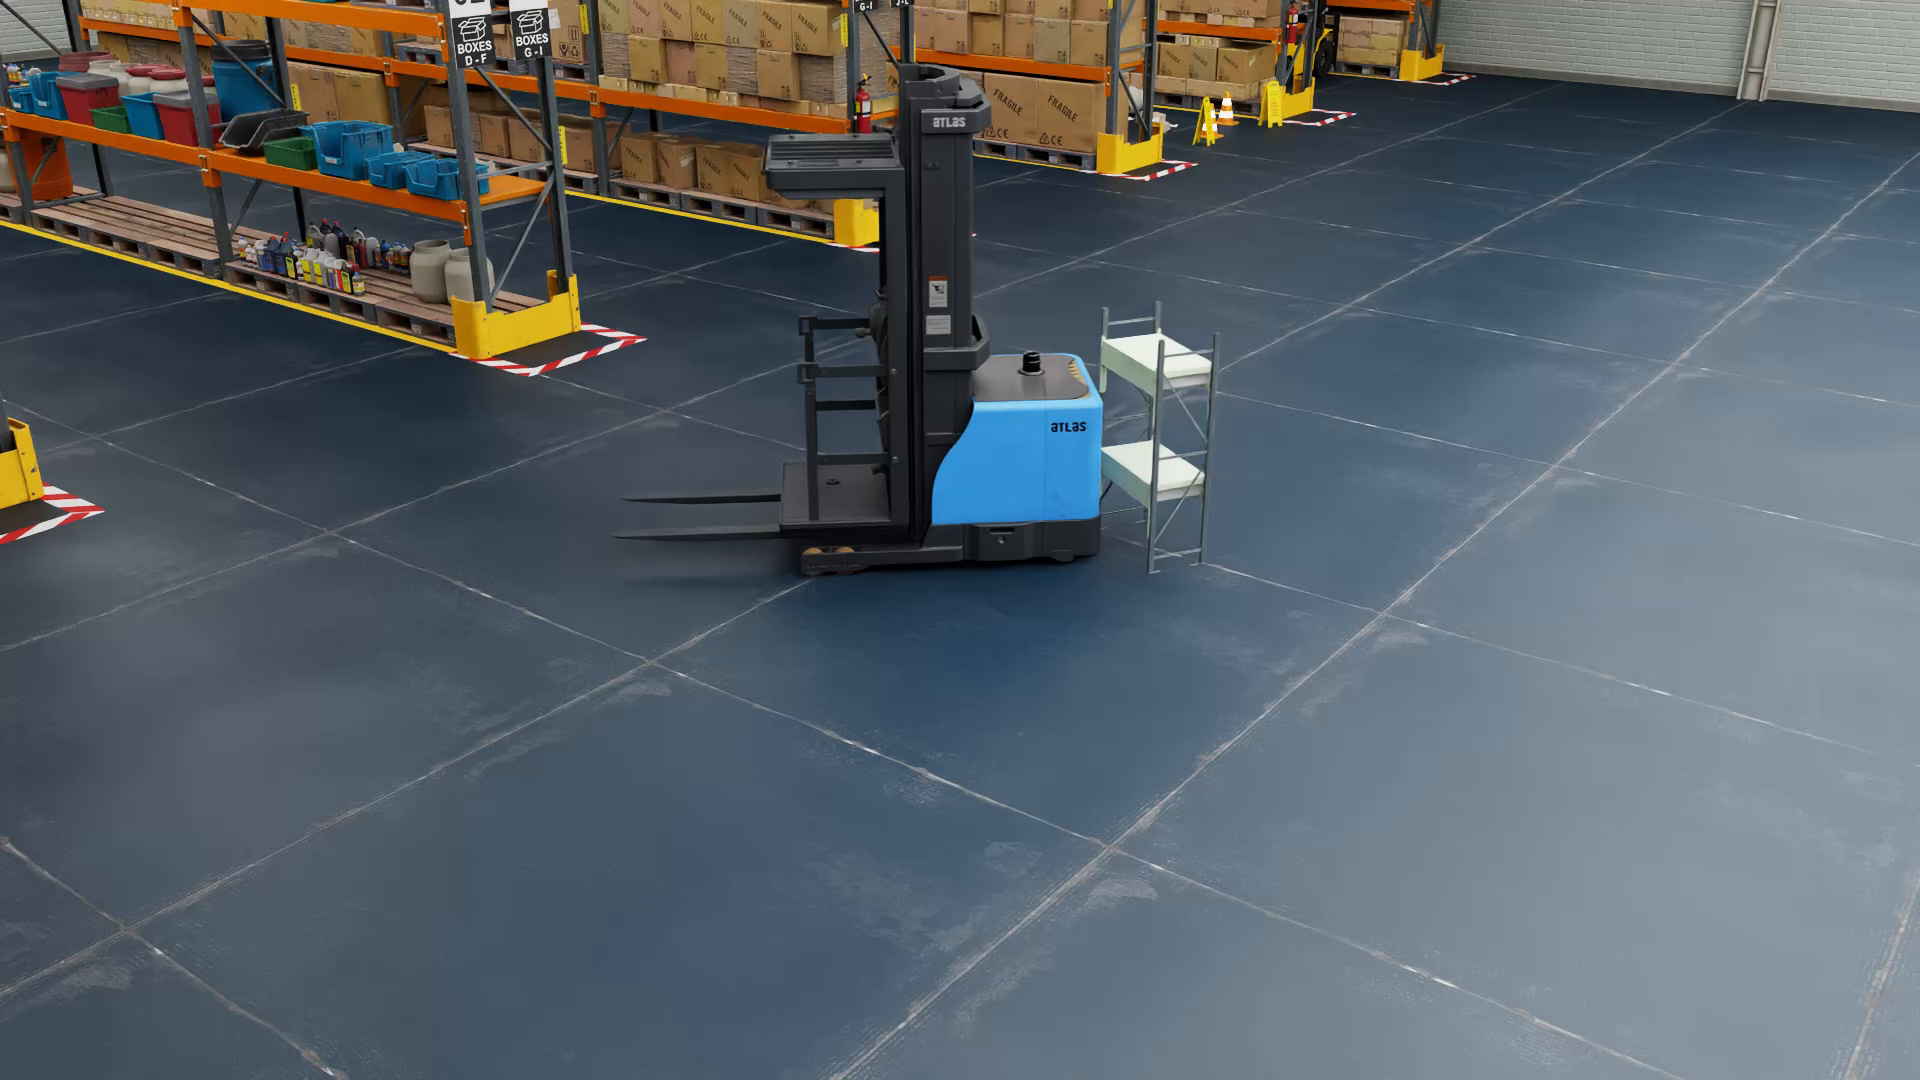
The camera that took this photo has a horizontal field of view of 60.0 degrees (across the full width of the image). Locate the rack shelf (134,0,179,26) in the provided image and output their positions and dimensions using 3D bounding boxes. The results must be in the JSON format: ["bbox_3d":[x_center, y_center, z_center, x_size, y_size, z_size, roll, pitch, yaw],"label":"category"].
[{"bbox_3d":[-8.611,-5.631,16.982,4.000,0.370,1.077,17,29,33],"label":"rack shelf"}]

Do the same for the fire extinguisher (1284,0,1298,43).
[{"bbox_3d":[4.919,-7.720,24.648,0.183,0.674,0.296,17,29,33],"label":"fire extinguisher"}]

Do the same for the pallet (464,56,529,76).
[{"bbox_3d":[-5.632,-6.116,21.149,1.213,0.211,1.003,17,29,33],"label":"pallet"}]

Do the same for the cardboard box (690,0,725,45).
[{"bbox_3d":[-2.625,-5.792,18.442,0.500,0.500,0.500,17,29,33],"label":"cardboard box"}]

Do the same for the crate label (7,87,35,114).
[{"bbox_3d":[-10.099,-4.772,18.068,0.416,0.233,0.303,17,29,33],"label":"crate label"}]

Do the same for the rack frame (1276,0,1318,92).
[{"bbox_3d":[5.104,-7.932,25.033,0.127,3.000,1.000,17,29,33],"label":"rack frame"}]

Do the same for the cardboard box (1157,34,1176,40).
[{"bbox_3d":[3.355,-7.875,26.861,0.500,0.500,0.500,19,30,36],"label":"cardboard box"}]

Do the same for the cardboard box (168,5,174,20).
[{"bbox_3d":[-11.368,-7.851,24.665,0.500,0.250,0.500,18,29,35],"label":"cardboard box"}]

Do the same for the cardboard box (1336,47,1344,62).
[{"bbox_3d":[6.725,-8.727,29.727,0.500,0.250,0.500,17,29,34],"label":"cardboard box"}]

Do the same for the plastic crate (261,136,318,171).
[{"bbox_3d":[-6.094,-3.588,15.436,0.662,0.188,0.450,17,29,33],"label":"plastic crate"}]

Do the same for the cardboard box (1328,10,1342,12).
[{"bbox_3d":[6.605,-9.473,30.180,0.500,0.250,0.500,16,28,32],"label":"cardboard box"}]

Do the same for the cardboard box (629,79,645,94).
[{"bbox_3d":[-3.640,-5.322,19.420,0.250,0.149,0.380,17,29,33],"label":"cardboard box"}]

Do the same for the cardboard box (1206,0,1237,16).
[{"bbox_3d":[4.107,-8.279,25.327,0.500,0.500,0.500,17,29,33],"label":"cardboard box"}]

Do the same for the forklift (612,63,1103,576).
[{"bbox_3d":[-0.666,-1.343,10.164,3.031,2.935,1.130,-2,24,-4],"label":"forklift"}]

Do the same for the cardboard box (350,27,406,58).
[{"bbox_3d":[-7.785,-6.755,22.236,0.500,0.500,0.500,18,29,35],"label":"cardboard box"}]

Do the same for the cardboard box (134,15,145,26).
[{"bbox_3d":[-12.325,-7.925,25.328,0.250,0.149,0.380,16,28,32],"label":"cardboard box"}]

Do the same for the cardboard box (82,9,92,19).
[{"bbox_3d":[-13.556,-8.297,26.172,0.250,0.149,0.380,17,29,34],"label":"cardboard box"}]

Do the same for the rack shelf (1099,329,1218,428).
[{"bbox_3d":[1.206,-0.999,10.190,0.431,0.370,0.720,-9,25,-20],"label":"rack shelf"}]

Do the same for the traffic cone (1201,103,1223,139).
[{"bbox_3d":[3.593,-6.019,23.836,0.334,0.463,0.336,17,29,33],"label":"traffic cone"}]

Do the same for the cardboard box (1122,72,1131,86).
[{"bbox_3d":[2.647,-7.478,26.892,0.500,0.250,0.500,19,30,36],"label":"cardboard box"}]

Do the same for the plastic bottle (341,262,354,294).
[{"bbox_3d":[-5.647,-2.420,15.346,0.133,0.283,0.061,18,29,35],"label":"plastic bottle"}]

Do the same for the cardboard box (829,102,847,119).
[{"bbox_3d":[-1.191,-4.622,17.832,0.250,0.149,0.380,17,29,33],"label":"cardboard box"}]

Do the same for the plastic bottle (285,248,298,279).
[{"bbox_3d":[-6.356,-2.634,15.832,0.133,0.283,0.061,18,30,36],"label":"plastic bottle"}]

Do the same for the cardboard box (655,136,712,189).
[{"bbox_3d":[-3.281,-4.505,19.833,0.500,0.500,0.500,-16,28,-31],"label":"cardboard box"}]

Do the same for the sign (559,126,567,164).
[{"bbox_3d":[-3.477,-3.440,14.494,0.005,0.325,0.100,17,29,33],"label":"sign"}]

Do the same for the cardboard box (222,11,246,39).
[{"bbox_3d":[-10.224,-7.491,23.906,0.500,0.500,0.500,17,29,33],"label":"cardboard box"}]

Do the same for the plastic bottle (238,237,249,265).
[{"bbox_3d":[-7.019,-2.838,16.310,0.097,0.271,0.097,0,24,0],"label":"plastic bottle"}]

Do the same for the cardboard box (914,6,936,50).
[{"bbox_3d":[-0.229,-7.136,23.039,0.550,0.550,0.875,17,29,33],"label":"cardboard box"}]

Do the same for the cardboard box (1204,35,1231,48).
[{"bbox_3d":[3.972,-7.683,25.622,0.250,0.149,0.380,18,29,35],"label":"cardboard box"}]

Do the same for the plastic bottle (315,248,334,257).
[{"bbox_3d":[-6.054,-2.635,15.843,0.135,0.276,0.152,17,29,33],"label":"plastic bottle"}]

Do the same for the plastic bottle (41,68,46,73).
[{"bbox_3d":[-10.600,-5.321,19.251,0.133,0.283,0.061,17,29,33],"label":"plastic bottle"}]

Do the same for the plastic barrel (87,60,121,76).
[{"bbox_3d":[-9.260,-4.943,18.109,0.421,0.512,0.421,0,24,0],"label":"plastic barrel"}]

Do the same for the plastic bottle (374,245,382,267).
[{"bbox_3d":[-5.672,-2.777,16.258,0.097,0.201,0.097,0,24,0],"label":"plastic bottle"}]

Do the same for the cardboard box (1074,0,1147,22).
[{"bbox_3d":[1.942,-6.976,21.337,0.550,0.550,0.875,17,29,33],"label":"cardboard box"}]

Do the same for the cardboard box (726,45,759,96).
[{"bbox_3d":[-2.109,-5.276,18.510,0.500,0.500,0.875,17,29,33],"label":"cardboard box"}]

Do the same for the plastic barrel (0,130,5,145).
[{"bbox_3d":[-11.517,-4.546,19.817,0.708,0.588,0.600,17,29,33],"label":"plastic barrel"}]

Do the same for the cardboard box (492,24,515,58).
[{"bbox_3d":[-5.483,-6.331,20.750,0.637,0.503,0.797,20,31,38],"label":"cardboard box"}]

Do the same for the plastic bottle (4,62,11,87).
[{"bbox_3d":[-11.261,-5.521,19.705,0.133,0.283,0.061,17,29,33],"label":"plastic bottle"}]

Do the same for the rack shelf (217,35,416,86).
[{"bbox_3d":[-8.841,-6.824,23.409,4.000,0.370,1.077,17,29,33],"label":"rack shelf"}]

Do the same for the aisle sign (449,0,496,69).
[{"bbox_3d":[-3.931,-4.213,13.368,0.004,0.787,0.394,17,29,33],"label":"aisle sign"}]

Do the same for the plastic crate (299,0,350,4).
[{"bbox_3d":[-5.517,-4.866,14.374,0.575,0.384,0.392,17,29,33],"label":"plastic crate"}]

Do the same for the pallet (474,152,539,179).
[{"bbox_3d":[-5.645,-4.909,21.629,1.213,0.211,1.003,17,29,33],"label":"pallet"}]

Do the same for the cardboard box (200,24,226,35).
[{"bbox_3d":[-10.882,-7.490,24.340,0.250,0.149,0.380,17,29,34],"label":"cardboard box"}]

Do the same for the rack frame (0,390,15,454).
[{"bbox_3d":[-6.784,-1.540,10.524,0.127,3.000,1.000,17,29,33],"label":"rack frame"}]

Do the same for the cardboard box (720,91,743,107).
[{"bbox_3d":[-2.455,-4.951,18.578,0.250,0.149,0.380,17,29,33],"label":"cardboard box"}]

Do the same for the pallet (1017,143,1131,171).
[{"bbox_3d":[1.529,-5.203,22.296,1.213,0.211,1.003,17,29,33],"label":"pallet"}]

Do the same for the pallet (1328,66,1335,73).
[{"bbox_3d":[6.469,-8.725,30.291,1.213,0.211,1.003,17,29,33],"label":"pallet"}]

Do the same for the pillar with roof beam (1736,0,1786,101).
[{"bbox_3d":[10.281,-9.899,22.057,0.400,9.000,9.100,17,29,33],"label":"pillar with roof beam"}]

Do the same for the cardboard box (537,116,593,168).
[{"bbox_3d":[-4.889,-5.036,21.015,0.500,0.500,0.700,17,29,33],"label":"cardboard box"}]

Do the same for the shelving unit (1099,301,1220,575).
[{"bbox_3d":[1.206,-0.642,10.347,0.431,1.500,0.755,-9,25,-20],"label":"shelving unit"}]

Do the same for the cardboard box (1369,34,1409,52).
[{"bbox_3d":[7.501,-8.714,29.077,0.500,0.250,0.500,16,29,33],"label":"cardboard box"}]

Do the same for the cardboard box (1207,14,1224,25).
[{"bbox_3d":[3.991,-7.986,25.465,0.250,0.149,0.380,17,29,34],"label":"cardboard box"}]

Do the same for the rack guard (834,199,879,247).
[{"bbox_3d":[-0.900,-3.609,18.322,0.348,0.500,1.175,17,29,33],"label":"rack guard"}]
